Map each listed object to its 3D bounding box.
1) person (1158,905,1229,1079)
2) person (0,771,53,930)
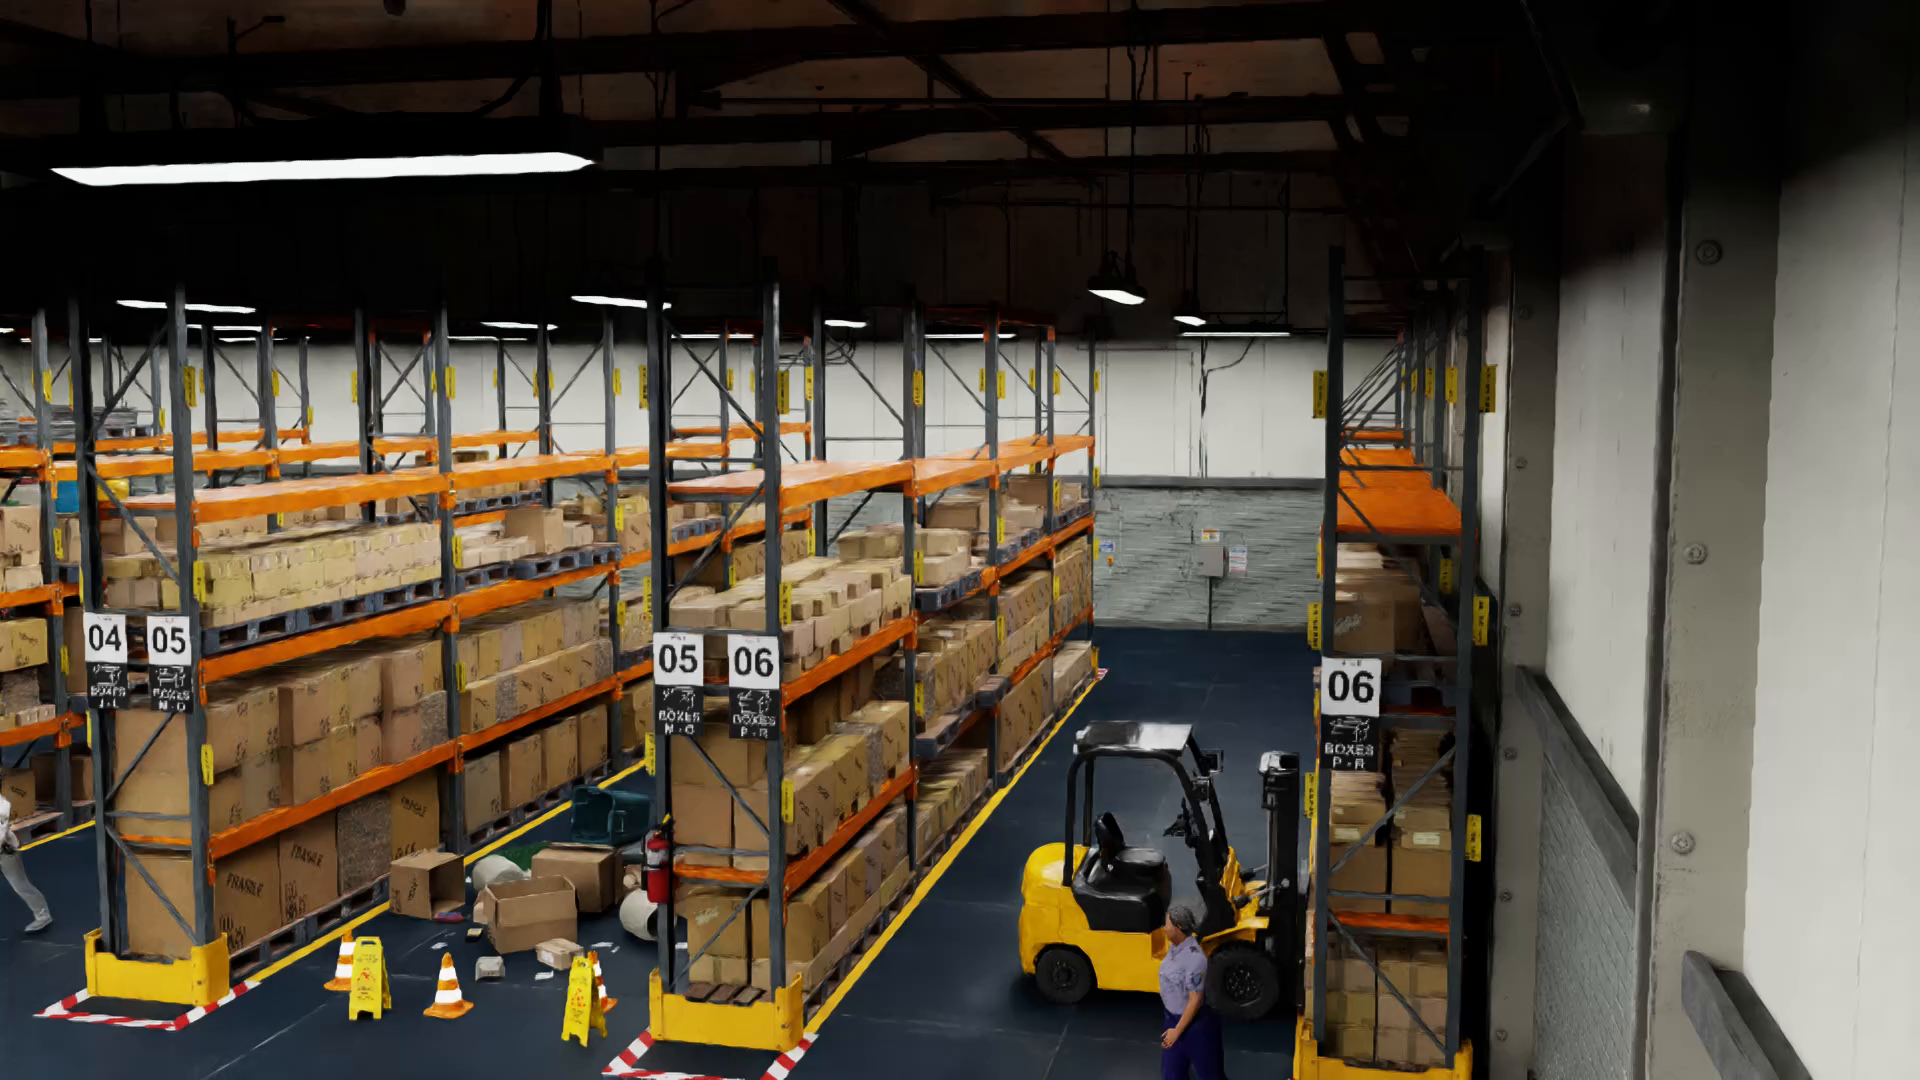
[{"bbox_3d":[1.563,3.239,11.079,0.676,1.634,0.516,-2,6,-16],"label":"person"},{"bbox_3d":[-8.740,2.827,15.035,0.482,1.616,0.997,2,6,22],"label":"person"}]
